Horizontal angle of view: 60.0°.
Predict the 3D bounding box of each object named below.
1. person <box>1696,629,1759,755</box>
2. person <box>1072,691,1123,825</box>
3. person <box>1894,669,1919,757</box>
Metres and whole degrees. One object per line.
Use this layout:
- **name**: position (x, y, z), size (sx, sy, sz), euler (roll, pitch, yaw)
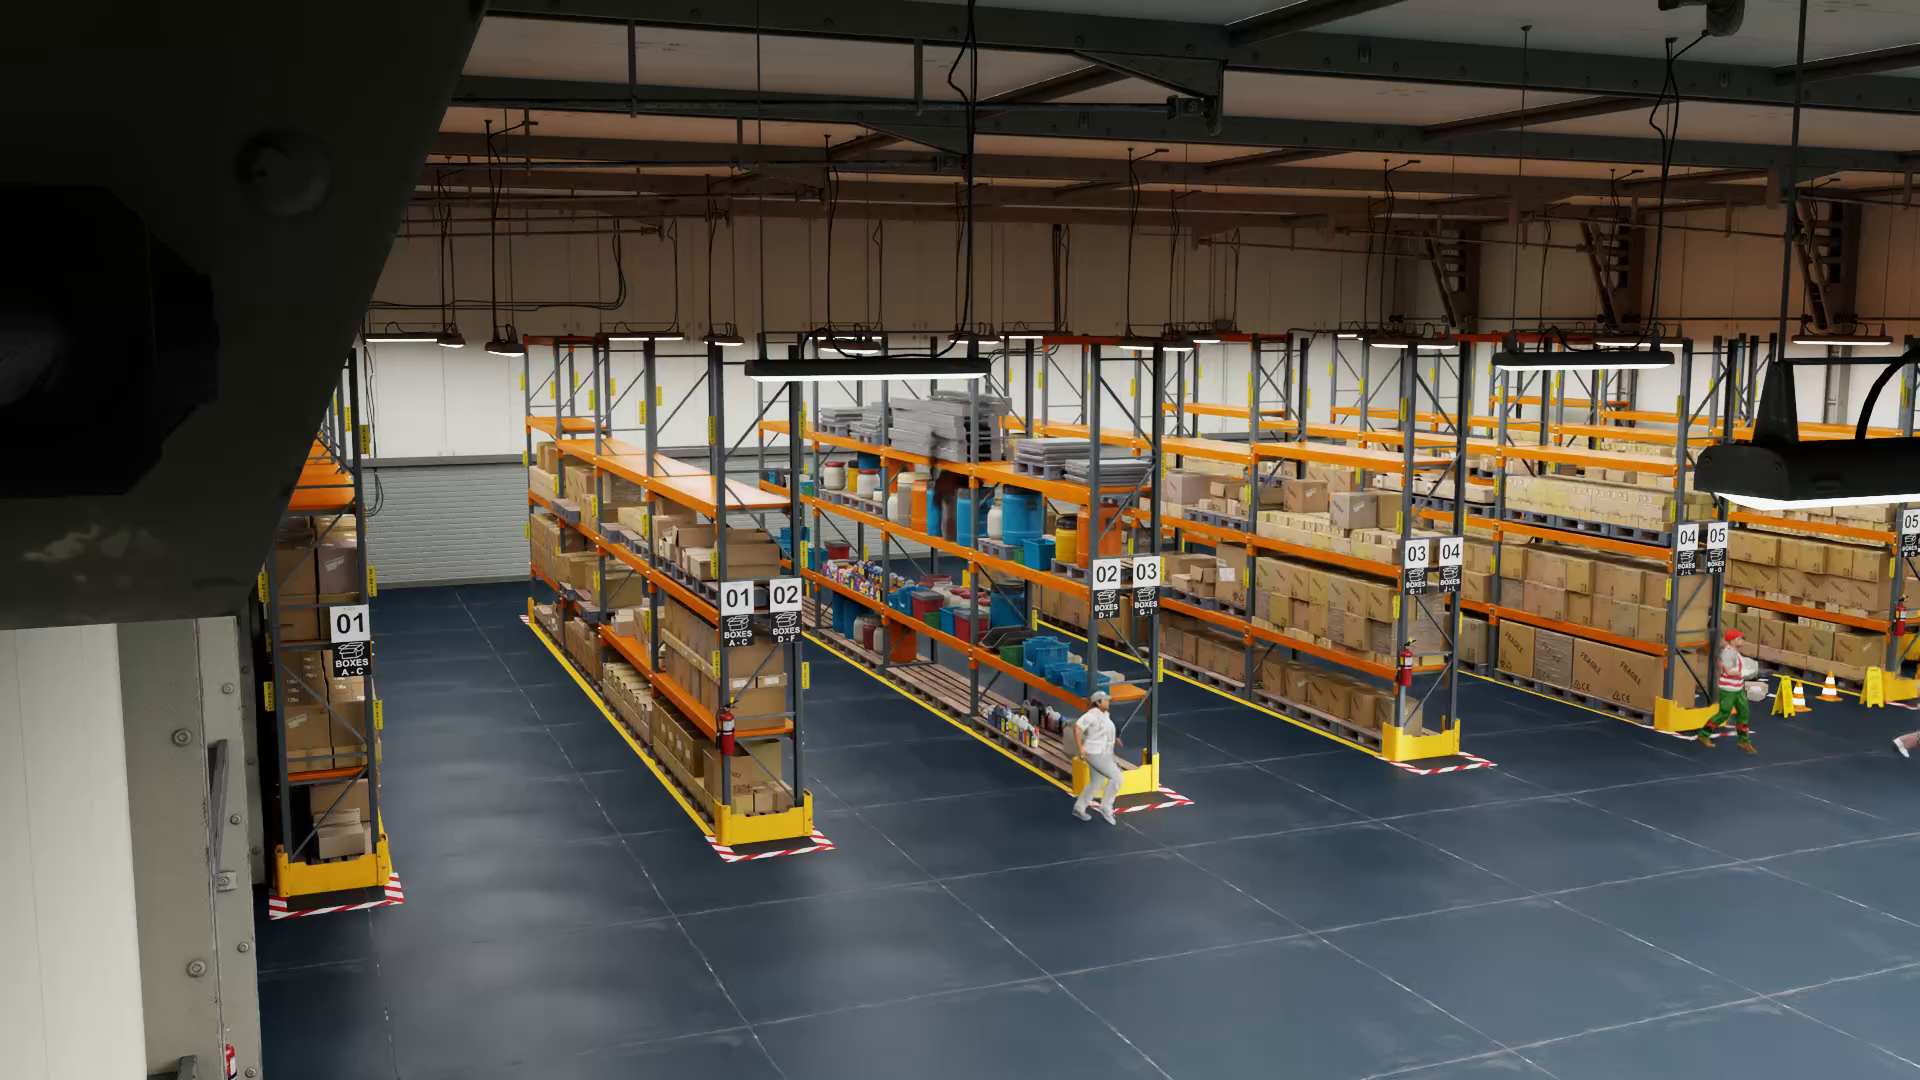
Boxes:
- **person**: position (11.262, 2.210, 24.312), size (0.825, 1.840, 0.652), euler (5, 9, 35)
- **person**: position (1.790, 2.730, 21.053), size (0.652, 1.616, 0.596), euler (3, 8, 20)
- **person**: position (13.639, 2.408, 23.535), size (0.687, 1.653, 0.575), euler (4, 9, 27)
